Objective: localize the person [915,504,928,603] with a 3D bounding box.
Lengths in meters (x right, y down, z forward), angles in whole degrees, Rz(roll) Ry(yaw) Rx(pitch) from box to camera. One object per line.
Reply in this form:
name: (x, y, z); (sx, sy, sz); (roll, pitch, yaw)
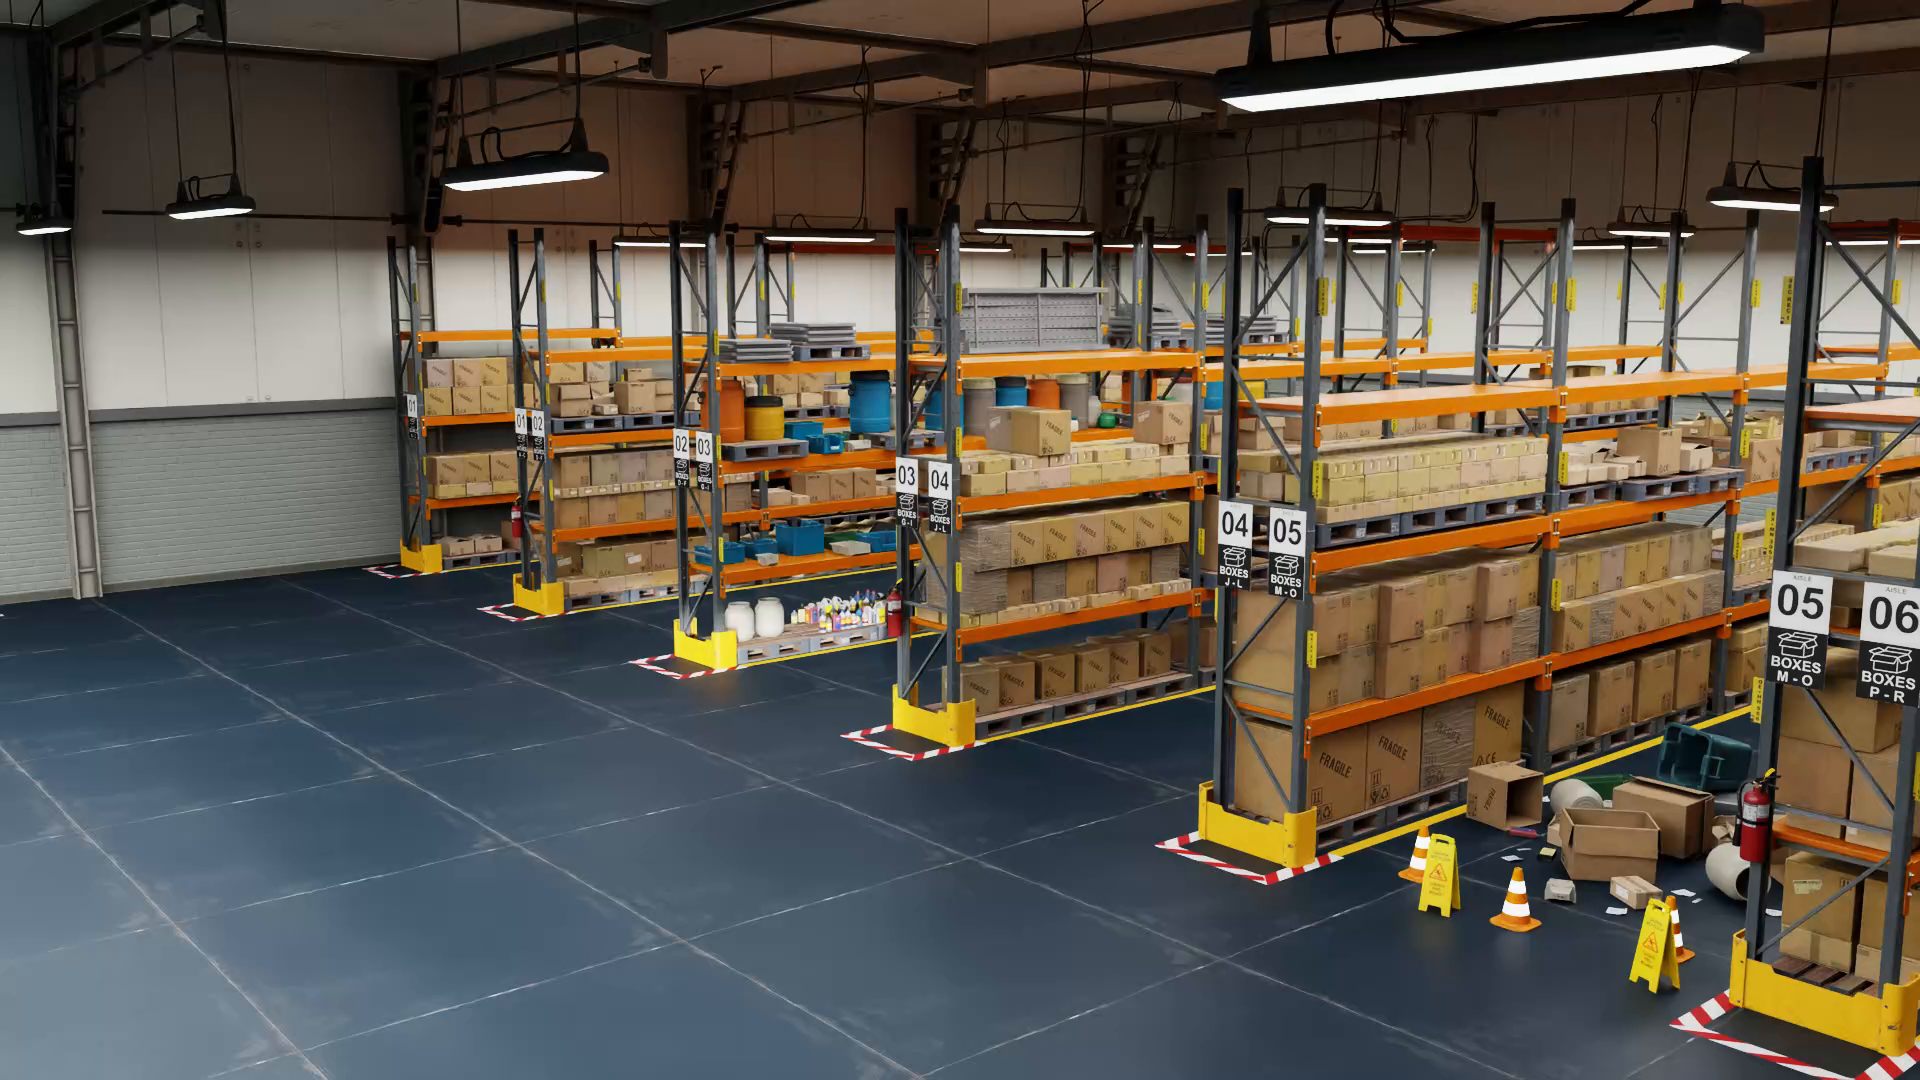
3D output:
person: (-0.479, 0.255, 26.684); (0.369, 1.699, 0.517); (-5, 10, -29)
